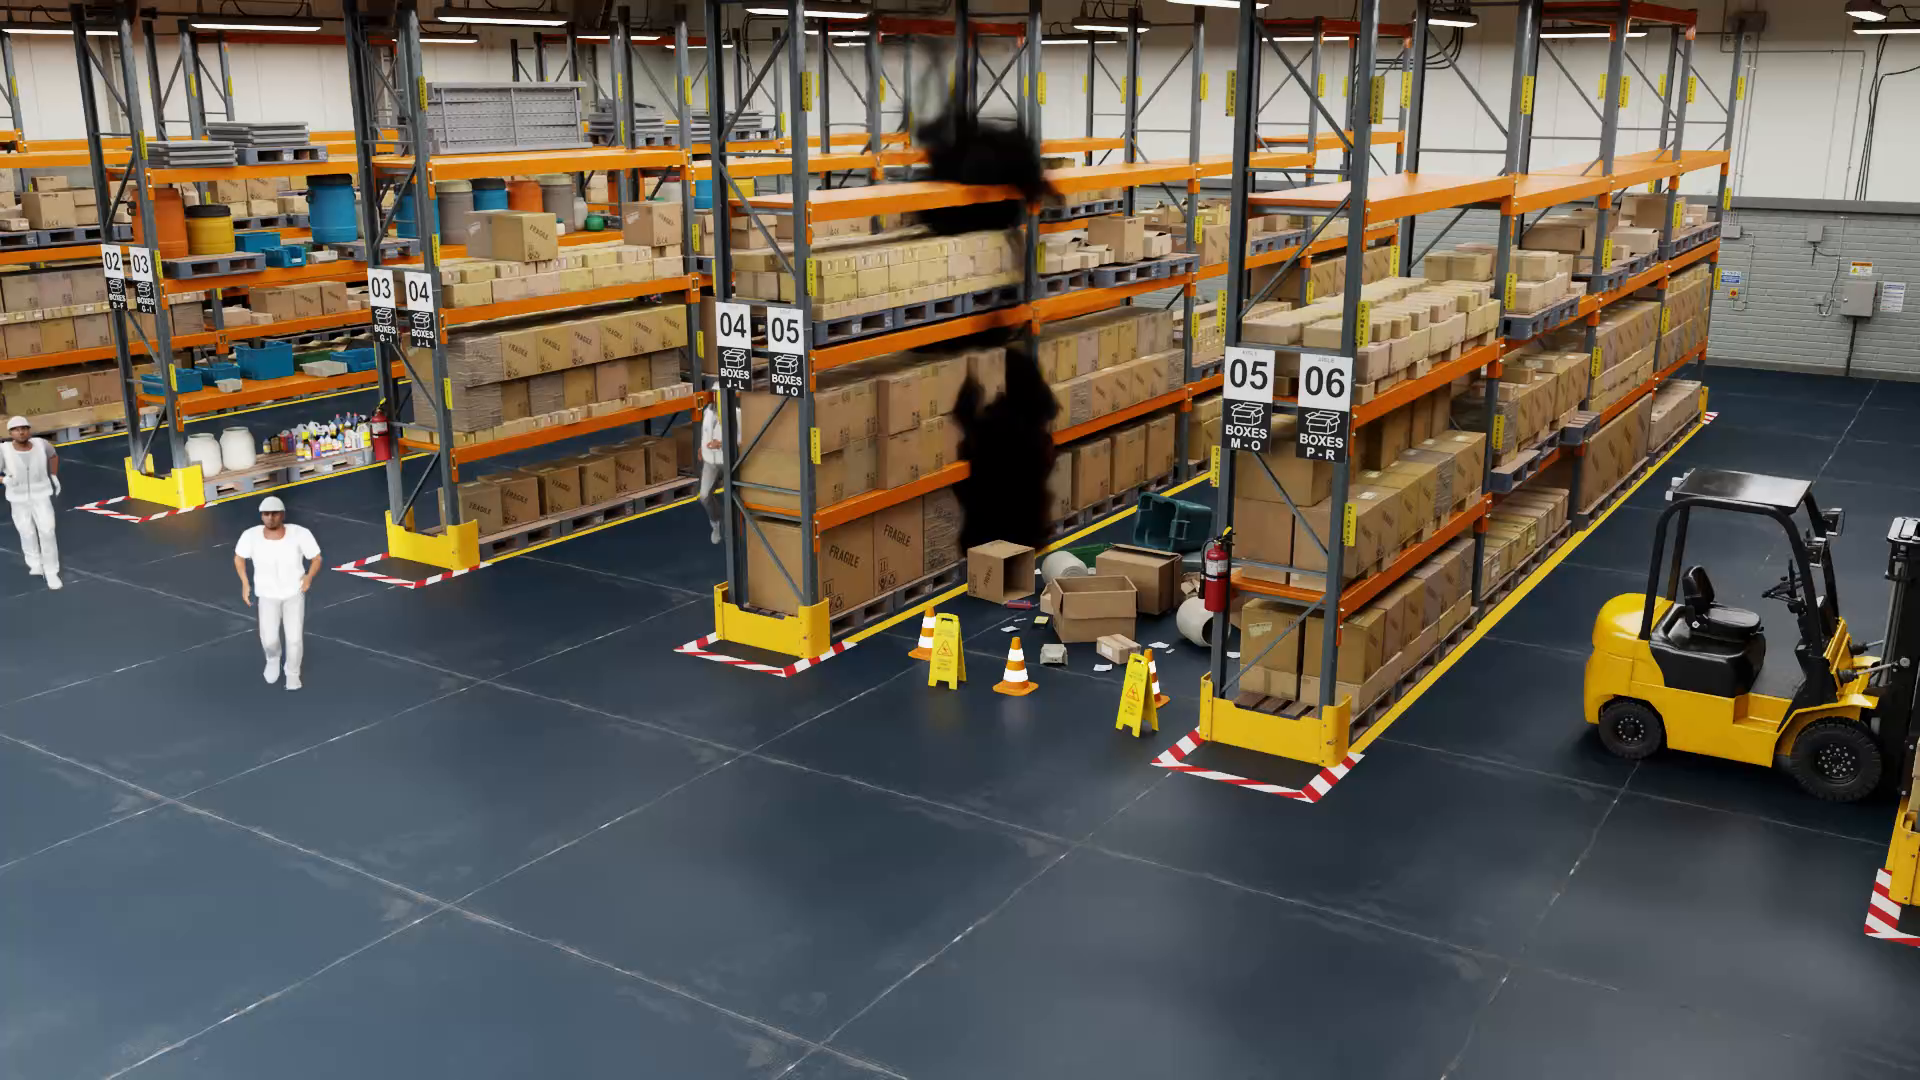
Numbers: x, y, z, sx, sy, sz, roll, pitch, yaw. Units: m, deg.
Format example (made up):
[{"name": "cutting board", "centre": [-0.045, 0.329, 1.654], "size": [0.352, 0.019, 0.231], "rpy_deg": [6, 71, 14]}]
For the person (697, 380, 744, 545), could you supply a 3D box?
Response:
[{"name": "person", "centre": [-2.576, -0.820, 17.868], "size": [0.639, 1.812, 0.667], "rpy_deg": [5, 16, 19]}]

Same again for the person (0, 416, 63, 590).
[{"name": "person", "centre": [-9.714, -0.396, 17.347], "size": [0.661, 1.838, 0.790], "rpy_deg": [-9, 18, -29]}]

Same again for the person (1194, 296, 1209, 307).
[{"name": "person", "centre": [3.893, -3.113, 27.170], "size": [0.693, 1.742, 0.728], "rpy_deg": [10, 19, 33]}]

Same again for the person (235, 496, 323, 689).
[{"name": "person", "centre": [-5.830, 0.469, 14.307], "size": [0.707, 1.731, 0.571], "rpy_deg": [-6, 17, -20]}]
